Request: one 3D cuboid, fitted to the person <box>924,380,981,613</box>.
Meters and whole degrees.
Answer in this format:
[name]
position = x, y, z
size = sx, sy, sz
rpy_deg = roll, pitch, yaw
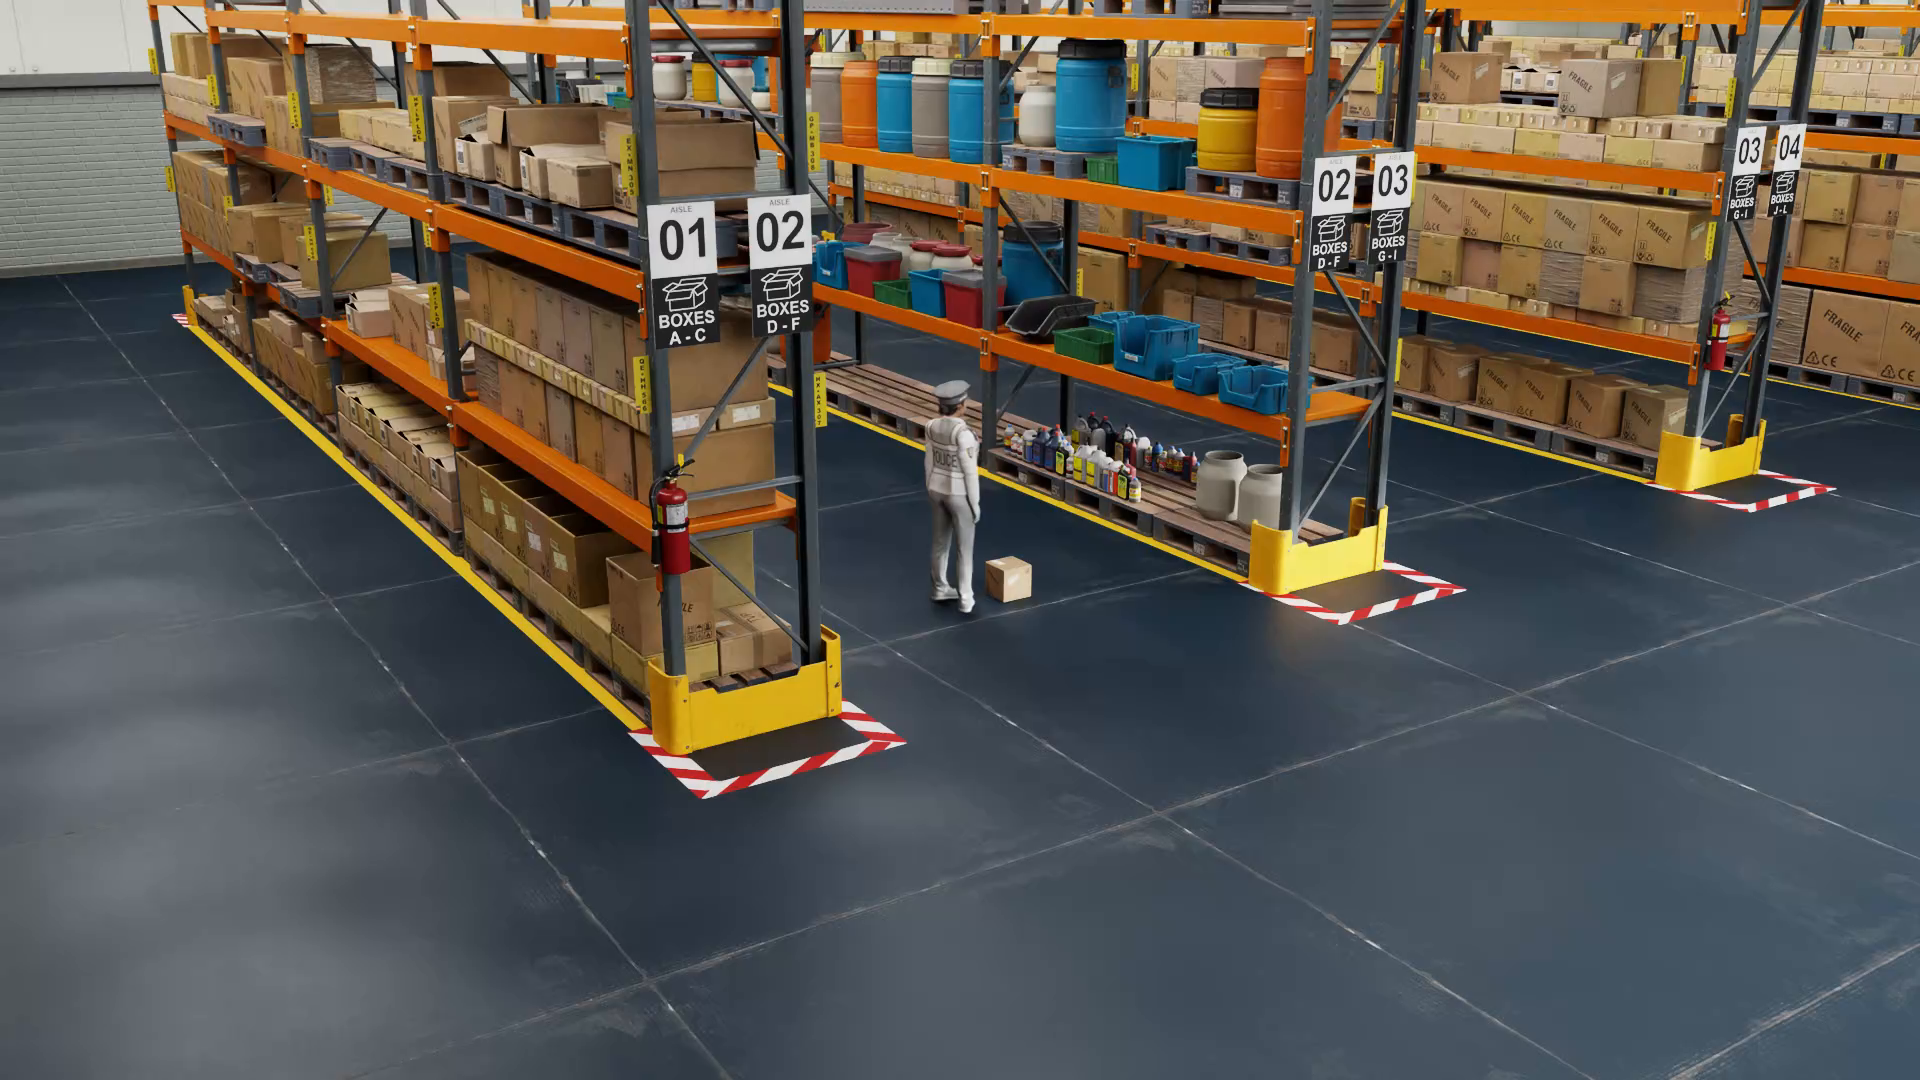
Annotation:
[person]
position = -0.025, -0.322, 11.977
size = 0.499, 1.688, 0.388
rpy_deg = 17, 24, 41
